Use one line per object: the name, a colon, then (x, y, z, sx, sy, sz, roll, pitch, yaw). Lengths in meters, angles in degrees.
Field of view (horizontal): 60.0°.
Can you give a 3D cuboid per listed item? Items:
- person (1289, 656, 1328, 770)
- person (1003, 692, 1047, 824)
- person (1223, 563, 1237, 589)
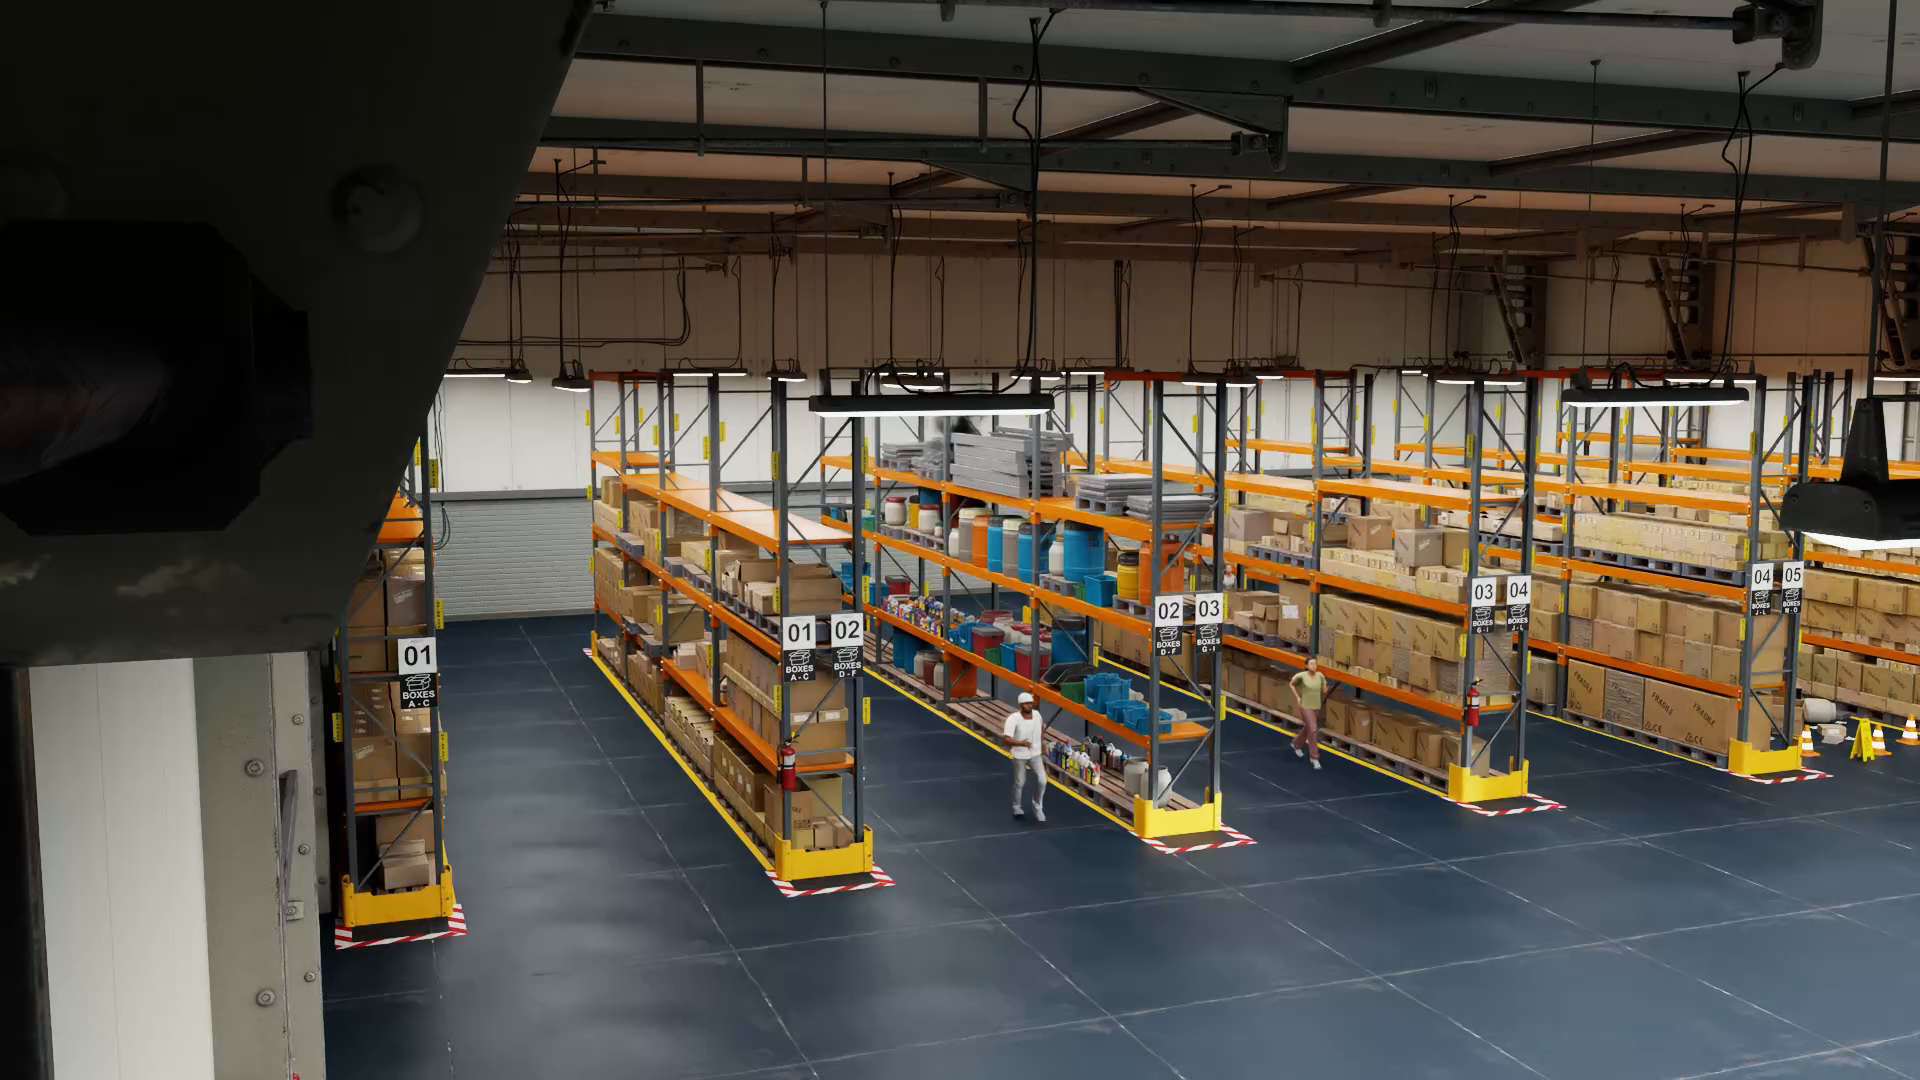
person: (5.437, 2.627, 25.778, 0.555, 1.703, 0.874, -2, 7, -21)
person: (0.908, 2.946, 22.519, 0.700, 1.788, 0.737, -2, 7, -21)
person: (5.977, 1.358, 37.200, 0.552, 1.720, 0.750, -2, 7, -18)
